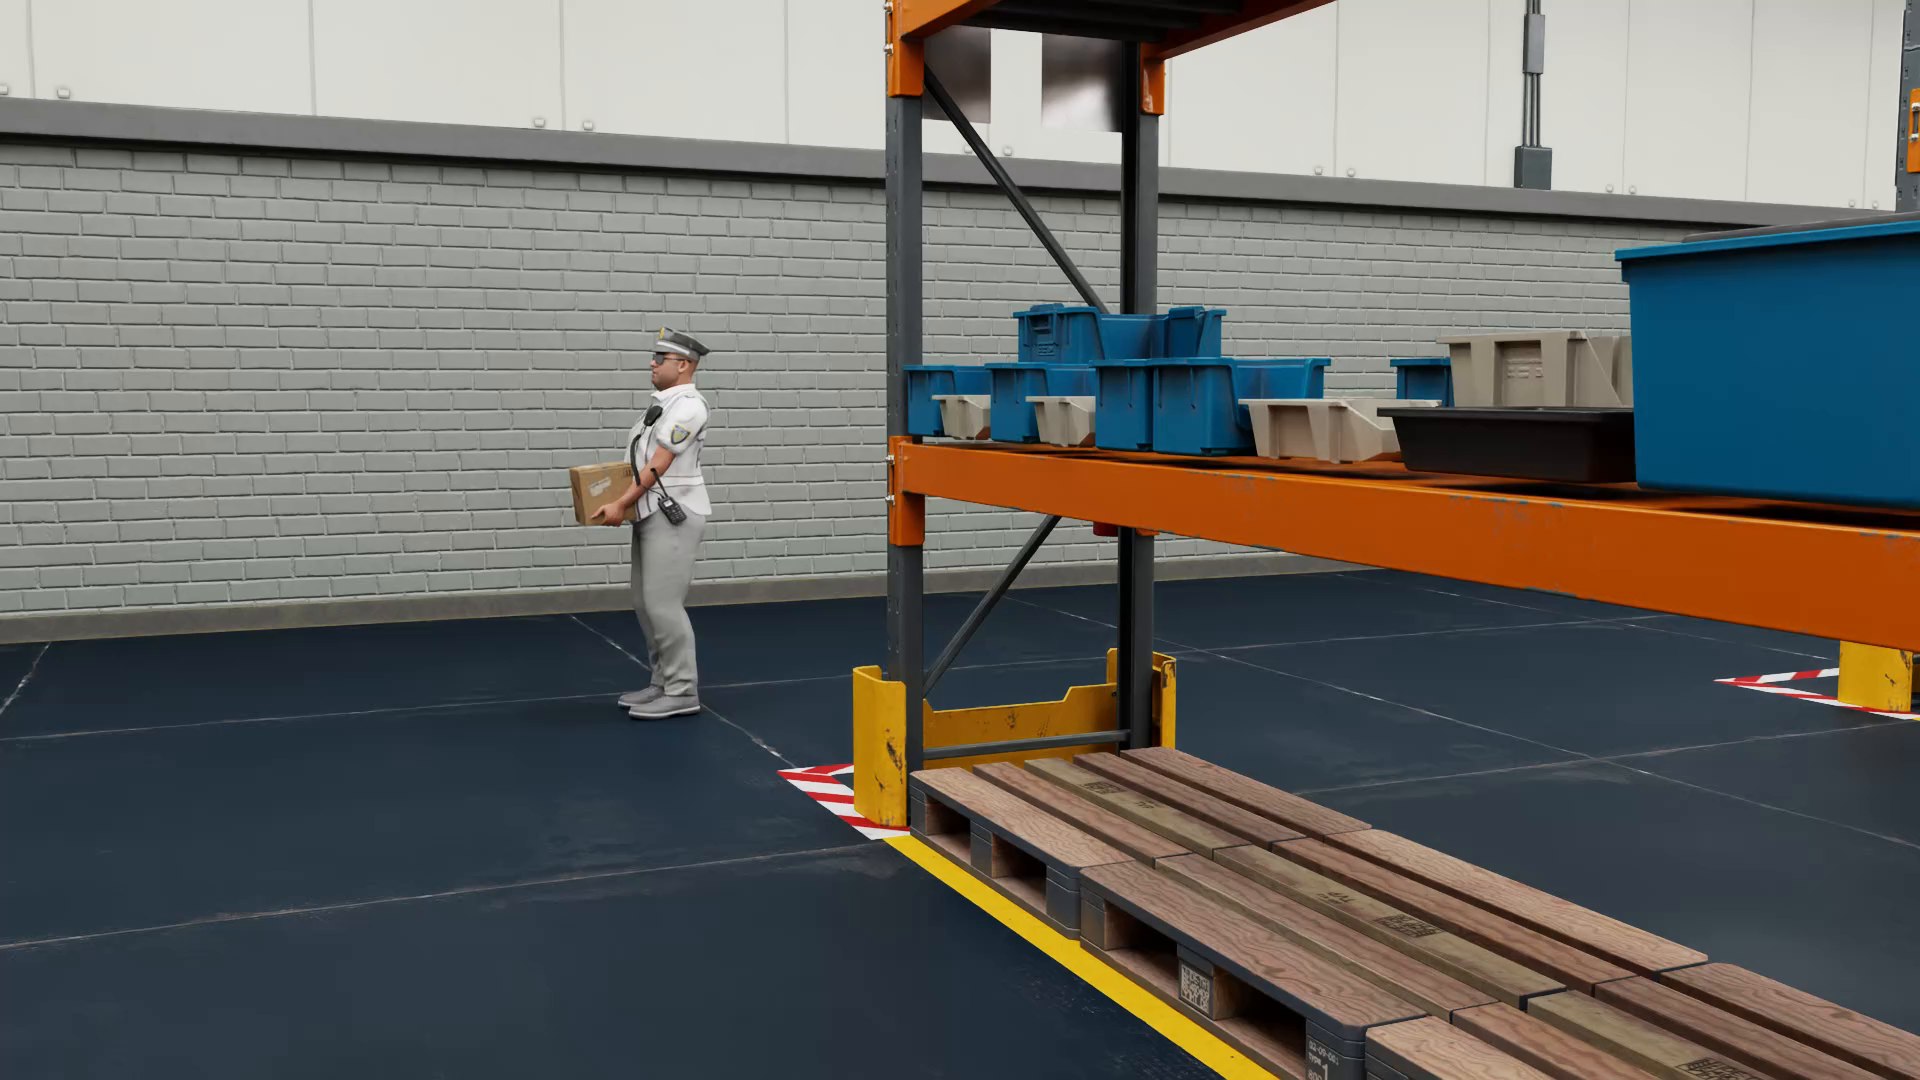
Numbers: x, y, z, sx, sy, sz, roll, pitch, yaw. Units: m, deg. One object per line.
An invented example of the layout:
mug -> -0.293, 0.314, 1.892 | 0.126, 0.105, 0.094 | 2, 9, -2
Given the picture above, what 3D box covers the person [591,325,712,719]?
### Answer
person -> -1.415, -0.088, 7.569 | 0.564, 1.766, 0.494 | -2, 6, -23
